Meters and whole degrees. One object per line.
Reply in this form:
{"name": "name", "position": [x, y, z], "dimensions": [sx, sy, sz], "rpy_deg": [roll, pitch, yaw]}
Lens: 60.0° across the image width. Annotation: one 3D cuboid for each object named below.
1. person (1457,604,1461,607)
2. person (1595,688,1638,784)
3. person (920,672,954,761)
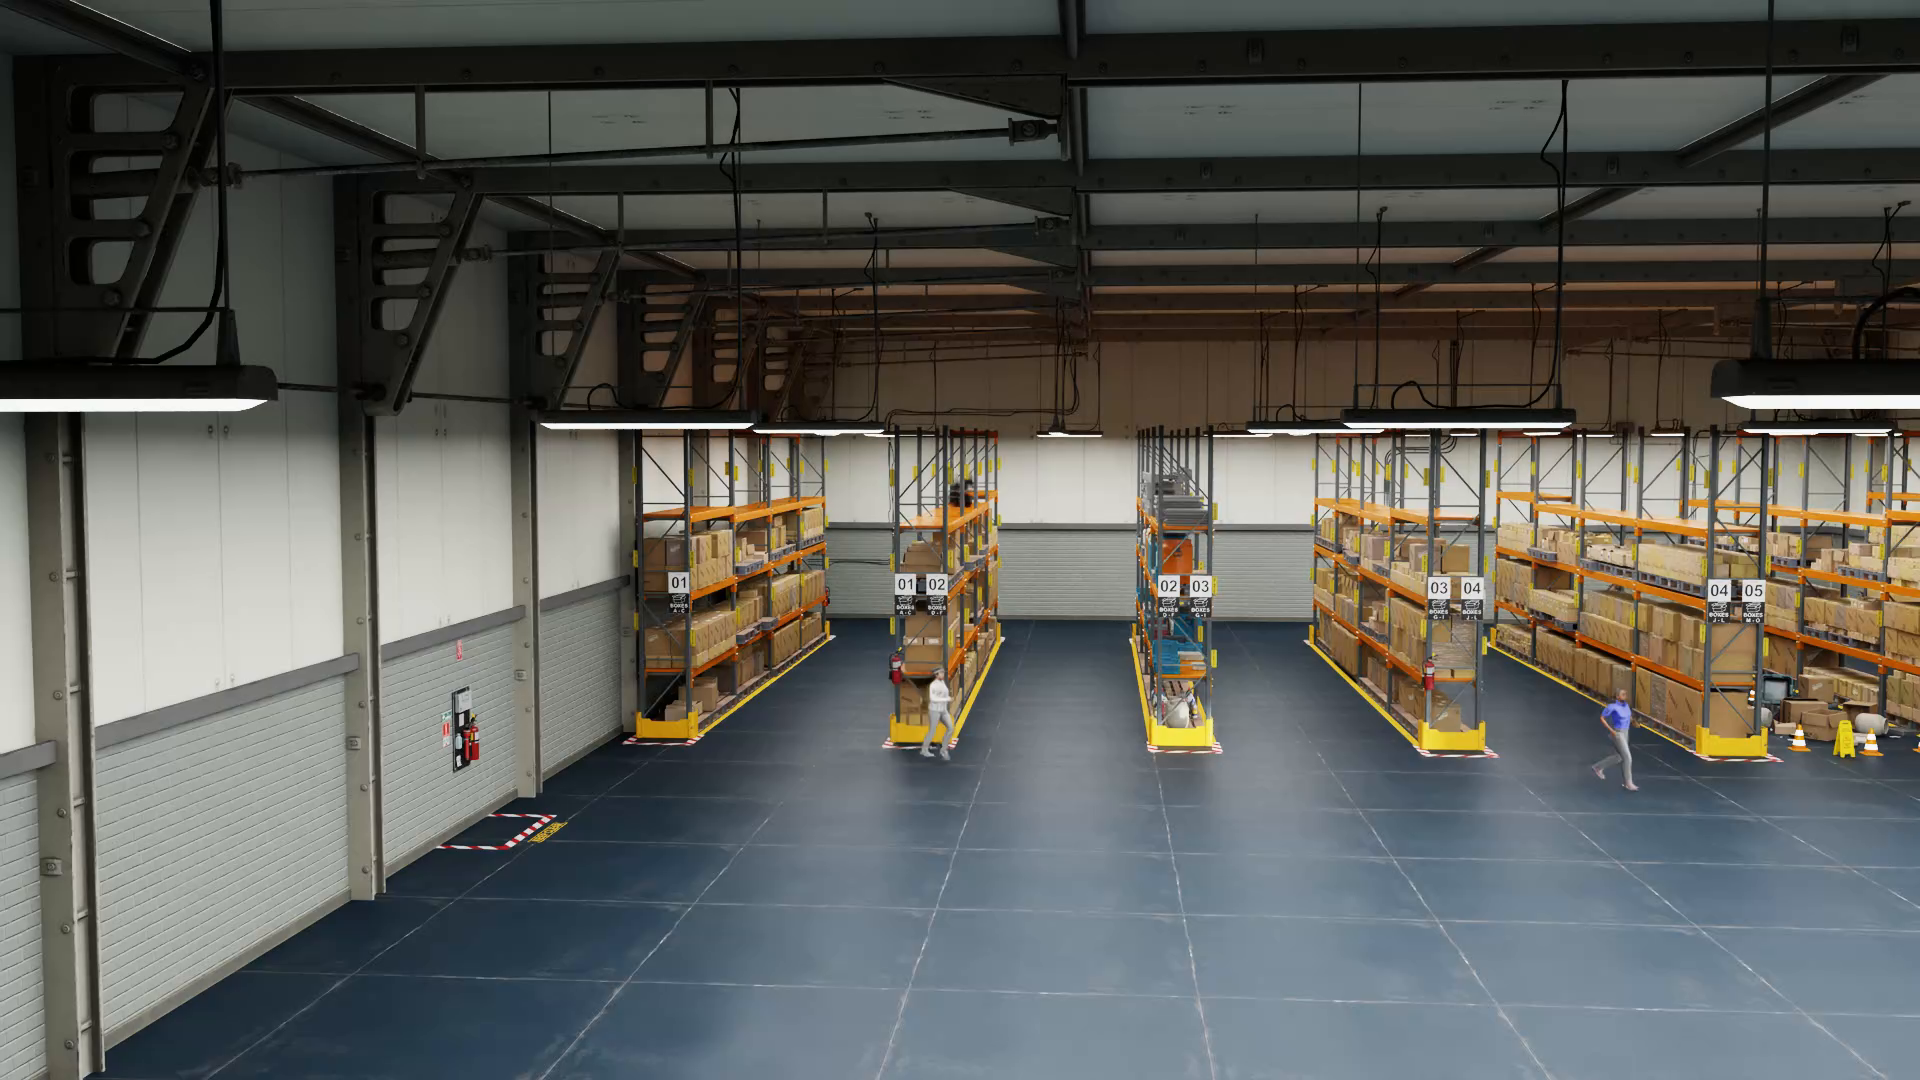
{"name": "person", "position": [13.489, 1.772, 45.387], "dimensions": [0.732, 1.145, 0.632], "rpy_deg": [1, 3, 11]}
{"name": "person", "position": [10.831, 3.205, 27.449], "dimensions": [0.571, 1.568, 0.703], "rpy_deg": [-3, 4, -40]}
{"name": "person", "position": [-0.354, 3.115, 29.784], "dimensions": [0.694, 1.697, 0.454], "rpy_deg": [2, 4, 35]}
